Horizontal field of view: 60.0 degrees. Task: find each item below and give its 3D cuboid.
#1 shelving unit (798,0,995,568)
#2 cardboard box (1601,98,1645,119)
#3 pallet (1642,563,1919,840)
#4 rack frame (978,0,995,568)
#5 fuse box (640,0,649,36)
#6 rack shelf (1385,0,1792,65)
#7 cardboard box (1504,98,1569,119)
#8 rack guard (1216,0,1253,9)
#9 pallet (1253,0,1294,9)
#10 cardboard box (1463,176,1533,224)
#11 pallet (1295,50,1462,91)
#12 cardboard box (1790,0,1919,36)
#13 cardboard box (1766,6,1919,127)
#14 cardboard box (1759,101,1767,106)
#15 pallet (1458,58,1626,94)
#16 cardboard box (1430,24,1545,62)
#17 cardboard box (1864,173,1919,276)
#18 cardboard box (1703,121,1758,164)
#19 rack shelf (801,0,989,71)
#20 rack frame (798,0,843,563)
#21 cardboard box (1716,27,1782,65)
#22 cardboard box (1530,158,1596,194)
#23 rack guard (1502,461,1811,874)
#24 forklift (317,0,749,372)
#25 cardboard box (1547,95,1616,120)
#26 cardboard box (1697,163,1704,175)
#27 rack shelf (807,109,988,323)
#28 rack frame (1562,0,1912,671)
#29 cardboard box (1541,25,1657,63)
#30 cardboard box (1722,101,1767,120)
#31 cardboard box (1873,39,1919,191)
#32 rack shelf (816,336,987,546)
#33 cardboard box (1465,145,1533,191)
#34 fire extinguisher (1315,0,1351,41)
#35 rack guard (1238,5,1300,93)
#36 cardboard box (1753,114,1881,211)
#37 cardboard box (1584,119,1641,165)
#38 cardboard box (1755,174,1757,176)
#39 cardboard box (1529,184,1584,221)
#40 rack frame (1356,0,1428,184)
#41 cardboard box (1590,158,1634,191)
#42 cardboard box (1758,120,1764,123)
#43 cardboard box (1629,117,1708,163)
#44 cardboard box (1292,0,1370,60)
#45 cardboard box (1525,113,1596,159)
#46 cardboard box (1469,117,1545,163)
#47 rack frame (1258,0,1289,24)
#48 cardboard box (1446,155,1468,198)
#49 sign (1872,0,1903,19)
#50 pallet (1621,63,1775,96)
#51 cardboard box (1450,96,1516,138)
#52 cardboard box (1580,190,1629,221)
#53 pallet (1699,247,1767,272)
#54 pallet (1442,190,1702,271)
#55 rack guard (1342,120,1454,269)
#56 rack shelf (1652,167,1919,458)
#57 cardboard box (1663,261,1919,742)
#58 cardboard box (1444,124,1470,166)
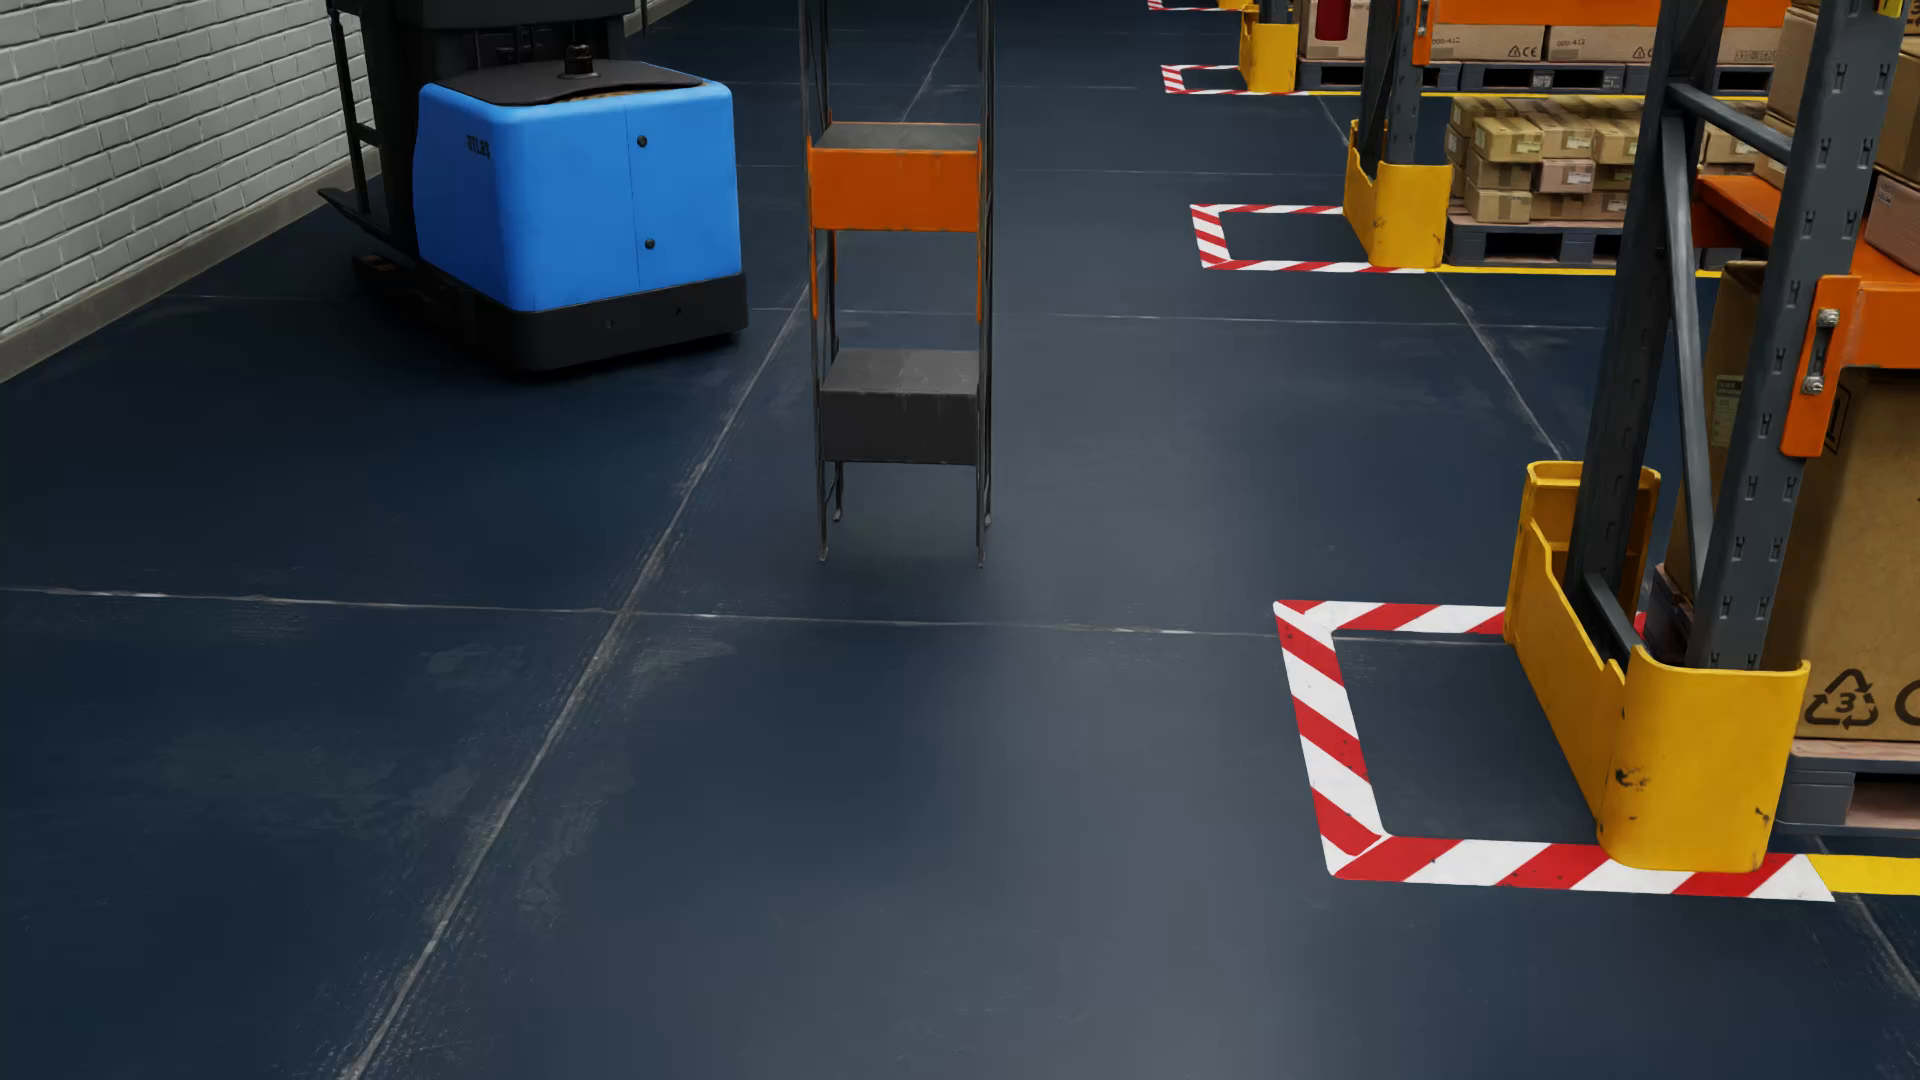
[{"bbox_3d":[-0.165,-0.959,4.823,0.503,2.100,0.431,2,25,4],"label":"shelving unit"},{"bbox_3d":[3.475,-2.172,8.578,0.250,0.149,0.380,1,25,2],"label":"cardboard box"},{"bbox_3d":[2.483,0.384,4.162,1.213,0.211,1.003,2,25,4],"label":"pallet"},{"bbox_3d":[0.078,-0.951,4.806,0.015,2.100,0.400,2,25,4],"label":"rack frame"},{"bbox_3d":[-2.879,-5.462,15.073,0.414,1.711,0.539,2,25,4],"label":"fuse box"},{"bbox_3d":[4.155,-2.549,8.061,4.000,0.370,1.077,2,25,4],"label":"rack shelf"},{"bbox_3d":[2.954,-2.162,8.557,0.250,0.149,0.380,2,25,5],"label":"cardboard box"},{"bbox_3d":[2.891,-5.937,17.554,0.348,0.500,1.175,2,25,4],"label":"rack guard"},{"bbox_3d":[3.686,-5.780,17.560,1.213,0.211,1.003,2,25,4],"label":"pallet"},{"bbox_3d":[2.659,-1.685,8.232,0.250,0.149,0.380,2,25,5],"label":"cardboard box"},{"bbox_3d":[3.242,-3.746,13.139,1.213,0.211,1.003,2,25,4],"label":"pallet"},{"bbox_3d":[2.186,-1.377,3.581,0.500,0.500,0.500,2,25,5],"label":"cardboard box"},{"bbox_3d":[2.184,-1.038,3.740,0.500,0.250,0.500,1,25,3],"label":"cardboard box"},{"bbox_3d":[4.265,-2.135,8.499,0.250,0.149,0.380,2,25,4],"label":"cardboard box"},{"bbox_3d":[4.455,-3.706,13.051,1.213,0.211,1.003,2,25,4],"label":"pallet"},{"bbox_3d":[4.018,-4.027,12.977,0.875,0.438,0.875,2,25,5],"label":"cardboard box"},{"bbox_3d":[2.009,-0.612,3.293,0.250,0.149,0.380,2,25,5],"label":"cardboard box"},{"bbox_3d":[3.712,-1.941,8.076,0.250,0.149,0.380,3,25,6],"label":"cardboard box"},{"bbox_3d":[-0.165,-1.583,4.536,0.480,0.518,0.431,2,25,4],"label":"rack shelf"},{"bbox_3d":[-0.408,-0.967,4.840,0.015,2.100,0.400,2,25,4],"label":"rack frame"},{"bbox_3d":[5.809,-3.969,12.851,0.875,0.438,0.875,1,25,3],"label":"cardboard box"},{"bbox_3d":[2.932,-1.814,8.157,0.250,0.149,0.380,2,25,4],"label":"cardboard box"},{"bbox_3d":[1.656,0.259,4.088,0.348,0.500,1.175,2,25,4],"label":"rack guard"},{"bbox_3d":[-2.185,-2.544,7.271,1.130,2.935,3.031,-17,30,-33],"label":"forklift"},{"bbox_3d":[3.222,-2.207,8.654,0.250,0.149,0.380,1,25,3],"label":"cardboard box"},{"bbox_3d":[3.431,-1.790,8.104,0.250,0.149,0.380,3,25,6],"label":"cardboard box"},{"bbox_3d":[-0.165,-0.947,4.828,0.480,0.518,0.431,2,25,4],"label":"rack shelf"},{"bbox_3d":[1.680,-0.875,3.564,0.127,3.000,1.000,2,25,4],"label":"rack frame"},{"bbox_3d":[4.917,-3.998,12.913,0.875,0.438,0.875,1,25,2],"label":"cardboard box"},{"bbox_3d":[4.002,-2.132,8.491,0.250,0.149,0.380,1,25,2],"label":"cardboard box"},{"bbox_3d":[2.138,-0.815,3.255,0.500,0.250,0.500,1,25,3],"label":"cardboard box"},{"bbox_3d":[-0.165,-0.311,5.121,0.480,0.518,0.431,2,25,4],"label":"rack shelf"},{"bbox_3d":[2.663,-1.847,8.227,0.250,0.149,0.380,3,25,6],"label":"cardboard box"},{"bbox_3d":[1.945,-2.935,8.579,0.183,0.674,0.296,2,25,4],"label":"fire extinguisher"},{"bbox_3d":[2.415,-3.871,13.065,0.348,0.500,1.175,2,25,4],"label":"rack guard"},{"bbox_3d":[2.061,-0.887,3.890,0.250,0.149,0.380,2,25,5],"label":"cardboard box"},{"bbox_3d":[3.183,-1.927,8.046,0.250,0.149,0.380,2,25,4],"label":"cardboard box"},{"bbox_3d":[3.976,-1.830,8.190,0.250,0.149,0.380,3,25,7],"label":"cardboard box"},{"bbox_3d":[2.926,-1.711,8.288,0.250,0.149,0.380,2,25,4],"label":"cardboard box"},{"bbox_3d":[2.161,-2.939,8.050,0.127,3.000,1.000,2,25,4],"label":"rack frame"},{"bbox_3d":[3.183,-1.843,8.220,0.250,0.149,0.380,2,25,5],"label":"cardboard box"},{"bbox_3d":[3.971,-1.913,8.016,0.250,0.149,0.380,2,25,5],"label":"cardboard box"},{"bbox_3d":[3.436,-1.953,8.103,0.250,0.149,0.380,1,25,1],"label":"cardboard box"},{"bbox_3d":[3.105,-4.053,13.033,0.875,0.438,0.875,1,25,2],"label":"cardboard box"},{"bbox_3d":[2.941,-1.988,8.179,0.250,0.149,0.380,2,25,5],"label":"cardboard box"},{"bbox_3d":[2.657,-1.947,8.089,0.250,0.149,0.380,1,25,2],"label":"cardboard box"},{"bbox_3d":[2.439,-5.006,12.540,0.127,3.000,1.000,2,25,4],"label":"rack frame"},{"bbox_3d":[2.702,-1.905,8.710,0.250,0.149,0.380,2,25,5],"label":"cardboard box"},{"bbox_3d":[1.632,-1.074,2.864,0.005,0.325,0.100,2,25,4],"label":"sign"},{"bbox_3d":[5.675,-3.668,12.969,1.213,0.211,1.003,2,25,4],"label":"pallet"},{"bbox_3d":[2.708,-2.194,8.626,0.250,0.149,0.380,2,25,5],"label":"cardboard box"},{"bbox_3d":[3.174,-1.706,8.276,0.250,0.149,0.380,2,25,5],"label":"cardboard box"},{"bbox_3d":[4.257,-1.589,8.452,1.213,0.211,1.003,2,25,4],"label":"pallet"},{"bbox_3d":[3.044,-1.630,8.539,1.213,0.211,1.003,2,25,4],"label":"pallet"},{"bbox_3d":[2.236,-1.801,8.567,0.348,0.500,1.175,2,25,4],"label":"rack guard"},{"bbox_3d":[3.674,-0.485,3.575,4.000,0.370,1.077,2,25,4],"label":"rack shelf"},{"bbox_3d":[2.325,-0.114,3.949,0.875,0.875,0.875,2,25,4],"label":"cardboard box"},{"bbox_3d":[2.709,-2.072,8.718,0.250,0.149,0.380,1,25,3],"label":"cardboard box"}]
